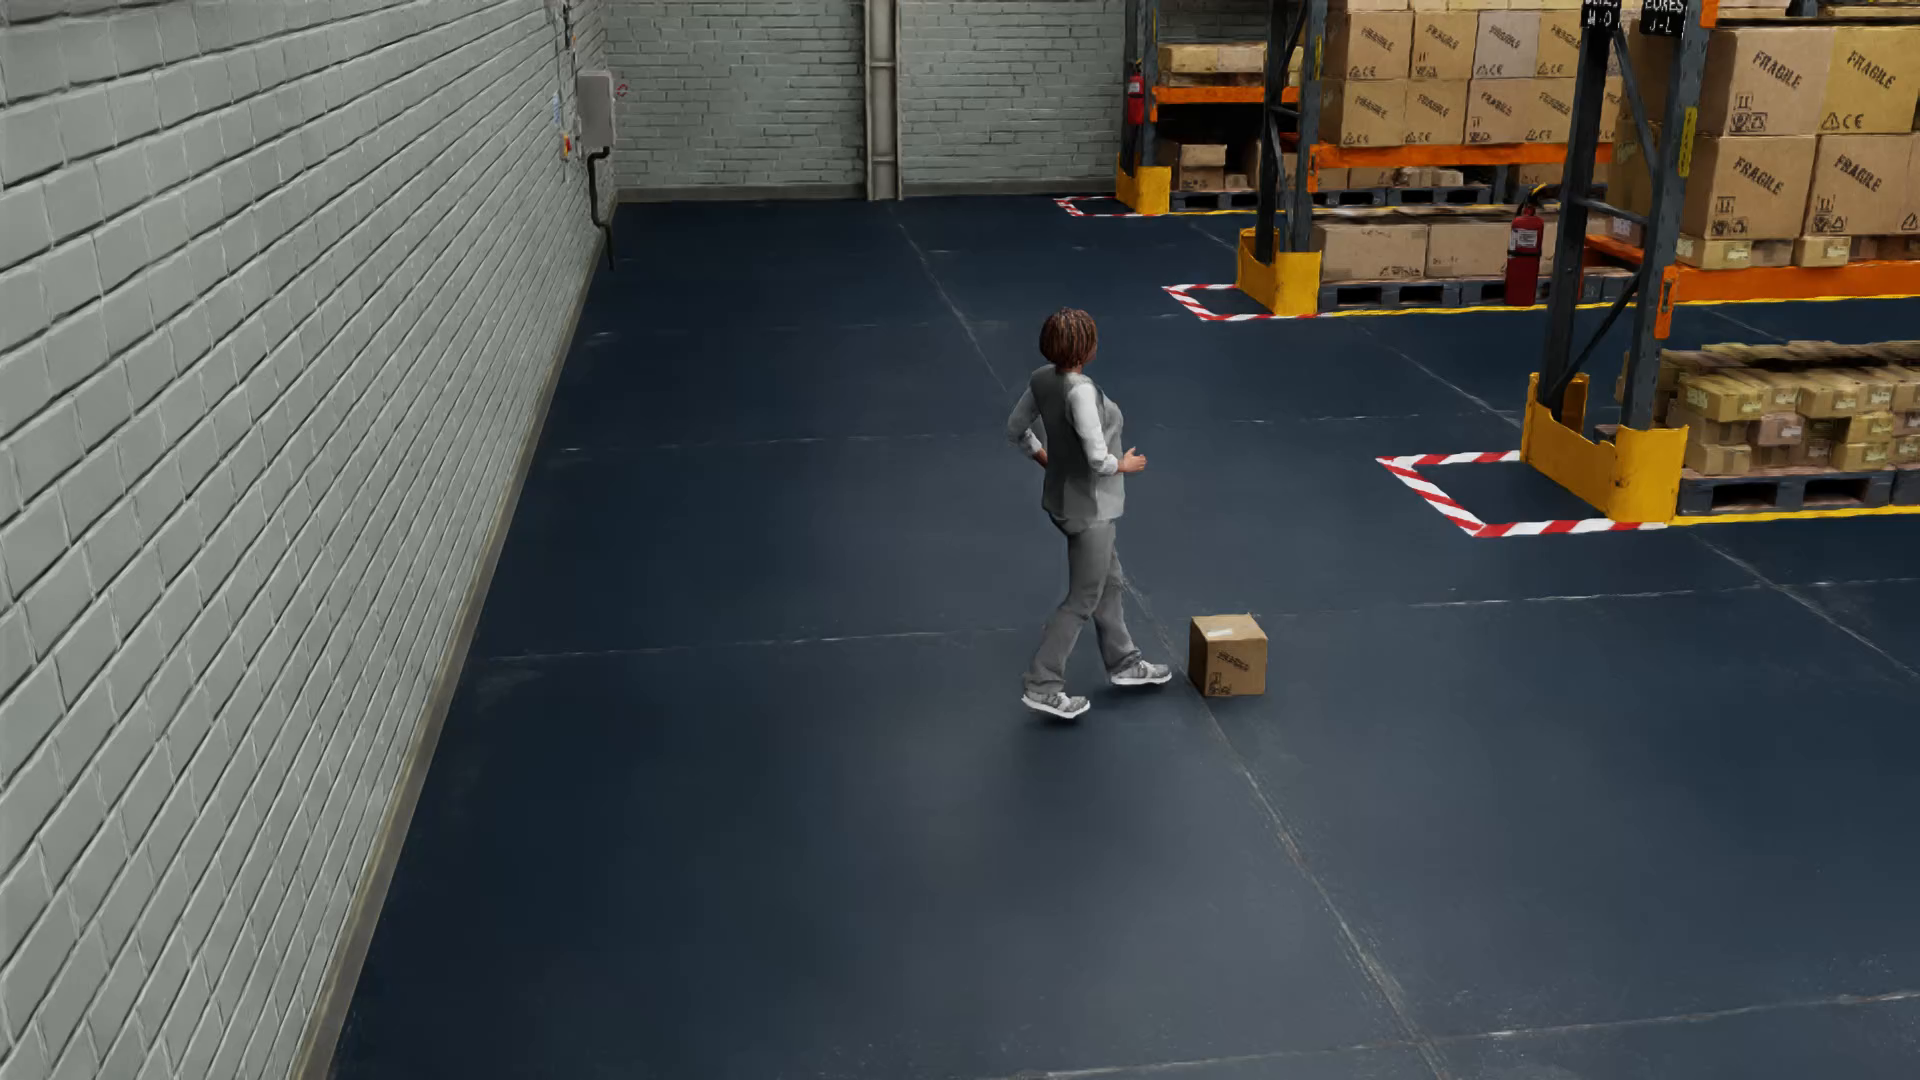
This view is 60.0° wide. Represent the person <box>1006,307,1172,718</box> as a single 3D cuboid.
[{"bbox_3d":[0.545,-0.120,6.384,0.701,1.585,0.586,-7,22,-19],"label":"person"}]
